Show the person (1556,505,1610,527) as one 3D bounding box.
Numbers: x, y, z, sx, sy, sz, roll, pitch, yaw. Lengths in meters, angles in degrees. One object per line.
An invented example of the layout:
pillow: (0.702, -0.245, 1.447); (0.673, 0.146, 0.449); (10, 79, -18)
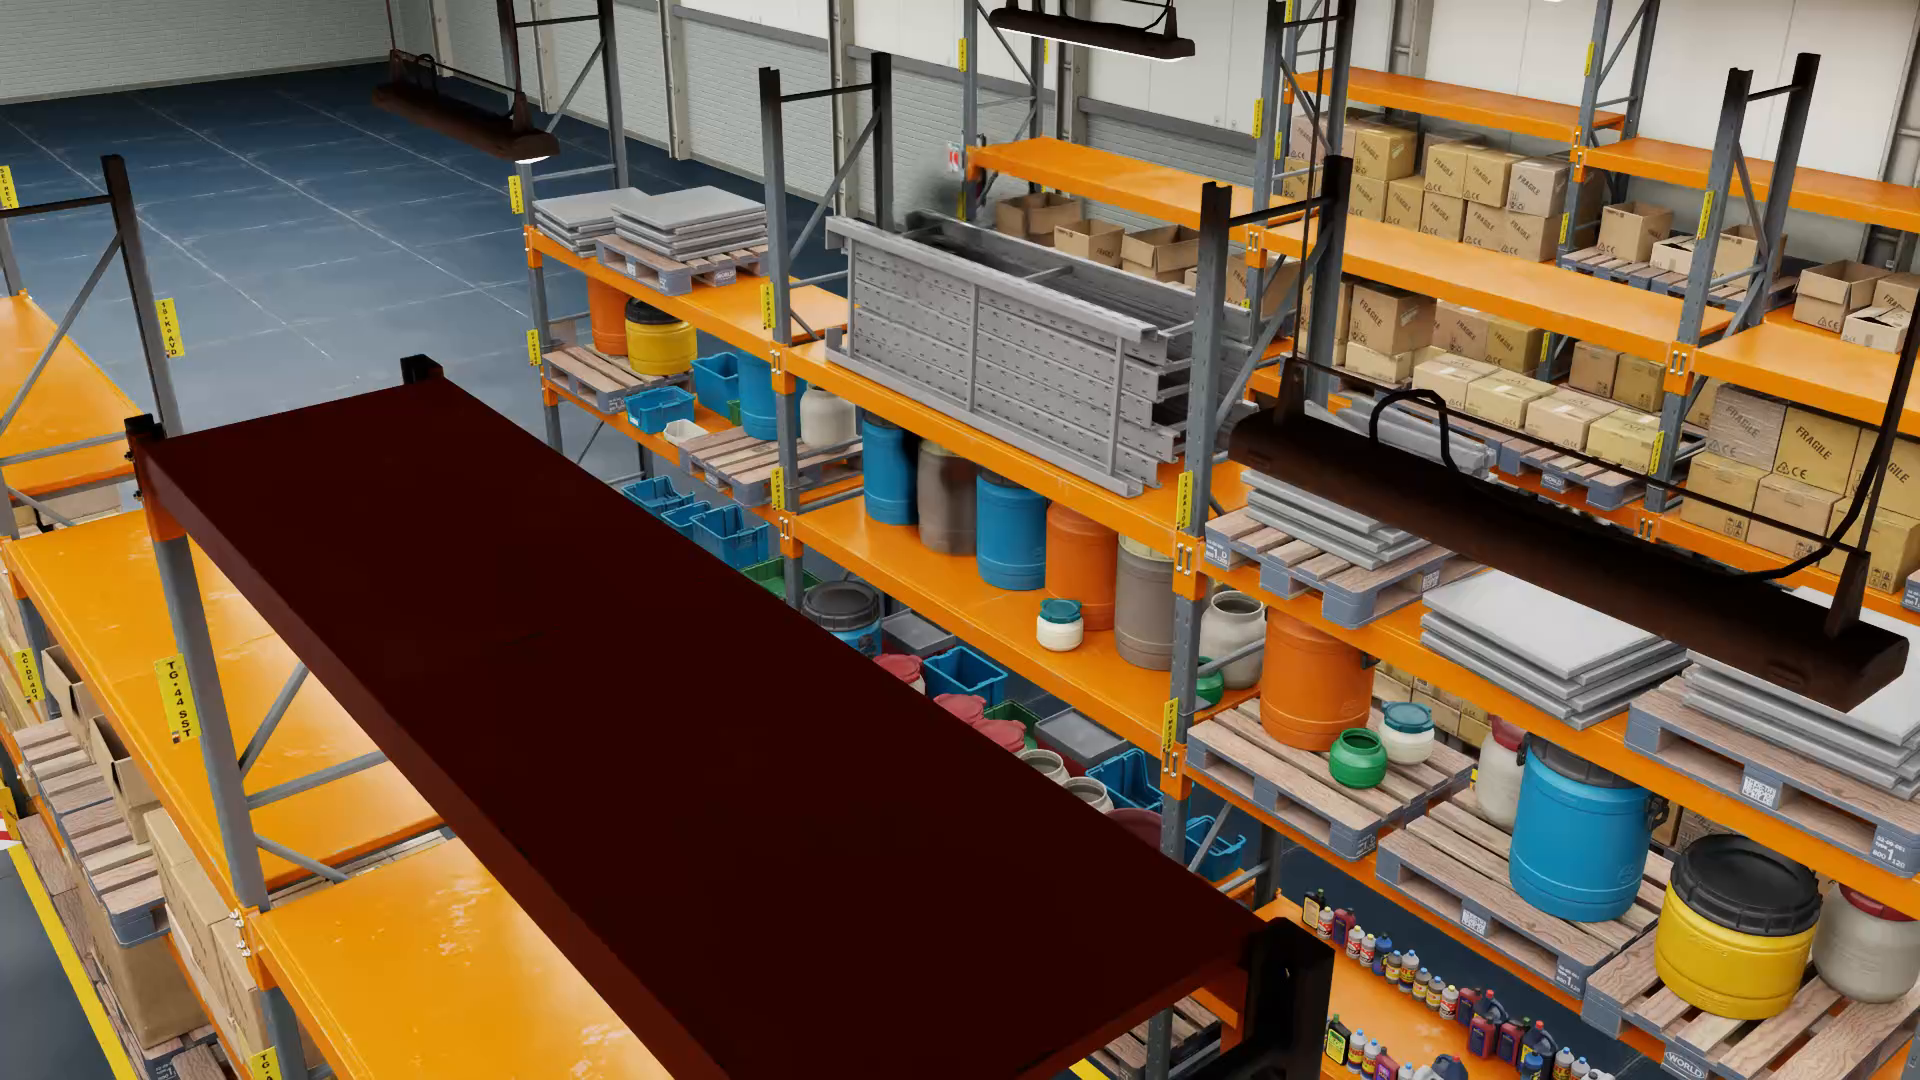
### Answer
person: (6.006, 0.104, 16.048); (0.709, 1.812, 0.629); (21, 33, 37)

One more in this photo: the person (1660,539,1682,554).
person: (6.146, 0.610, 15.051); (0.661, 1.706, 0.677); (-21, 33, -36)
